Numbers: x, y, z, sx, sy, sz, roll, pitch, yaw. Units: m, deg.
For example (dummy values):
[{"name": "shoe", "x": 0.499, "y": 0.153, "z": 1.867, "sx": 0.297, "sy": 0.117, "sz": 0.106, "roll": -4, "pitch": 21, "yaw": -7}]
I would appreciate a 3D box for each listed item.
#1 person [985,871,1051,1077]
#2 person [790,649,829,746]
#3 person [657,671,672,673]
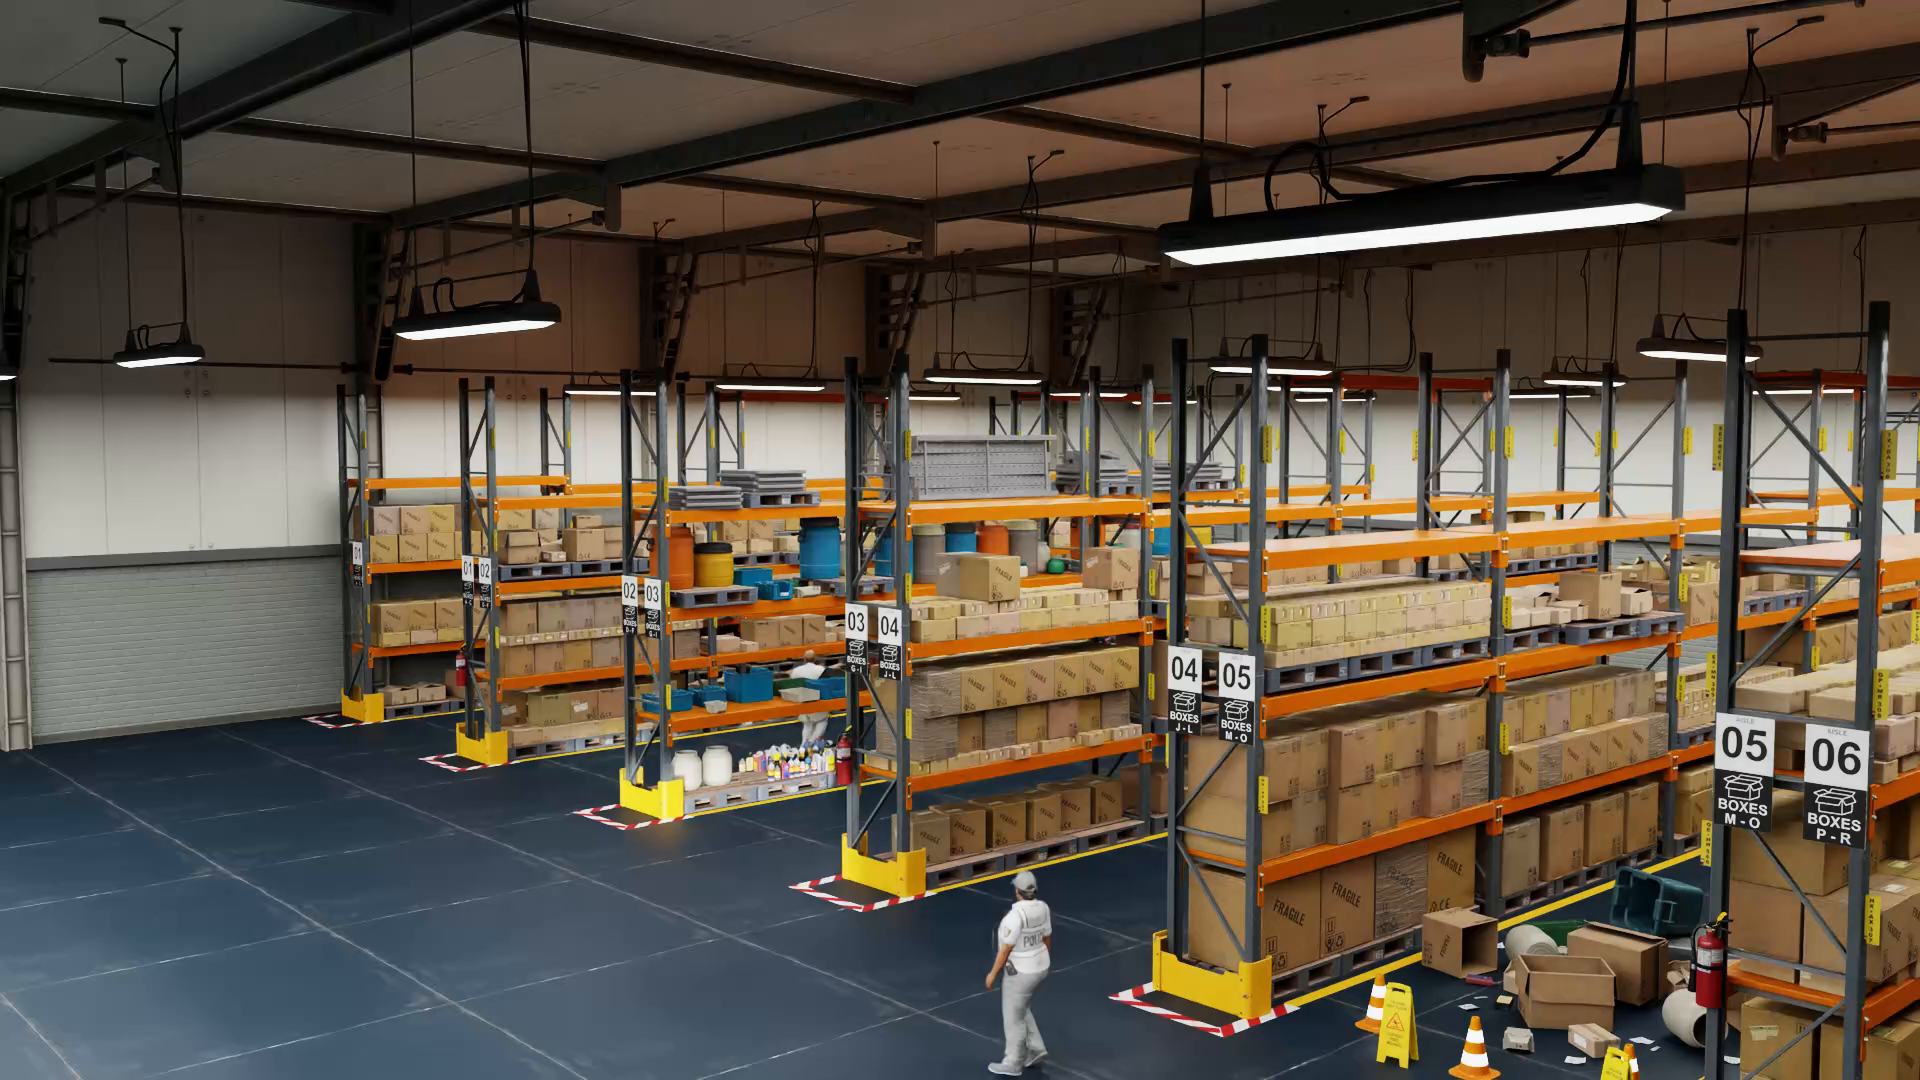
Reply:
[{"name": "person", "x": 0.465, "y": 3.478, "z": 13.342, "sx": 0.479, "sy": 1.690, "sz": 0.522, "roll": 2, "pitch": 4, "yaw": 25}, {"name": "person", "x": -2.310, "y": 2.582, "z": 26.265, "sx": 0.721, "sy": 1.721, "sz": 0.570, "roll": 1, "pitch": 4, "yaw": 15}, {"name": "person", "x": -5.562, "y": 2.296, "z": 31.054, "sx": 0.461, "sy": 1.673, "sz": 0.374, "roll": -2, "pitch": 4, "yaw": -33}]
